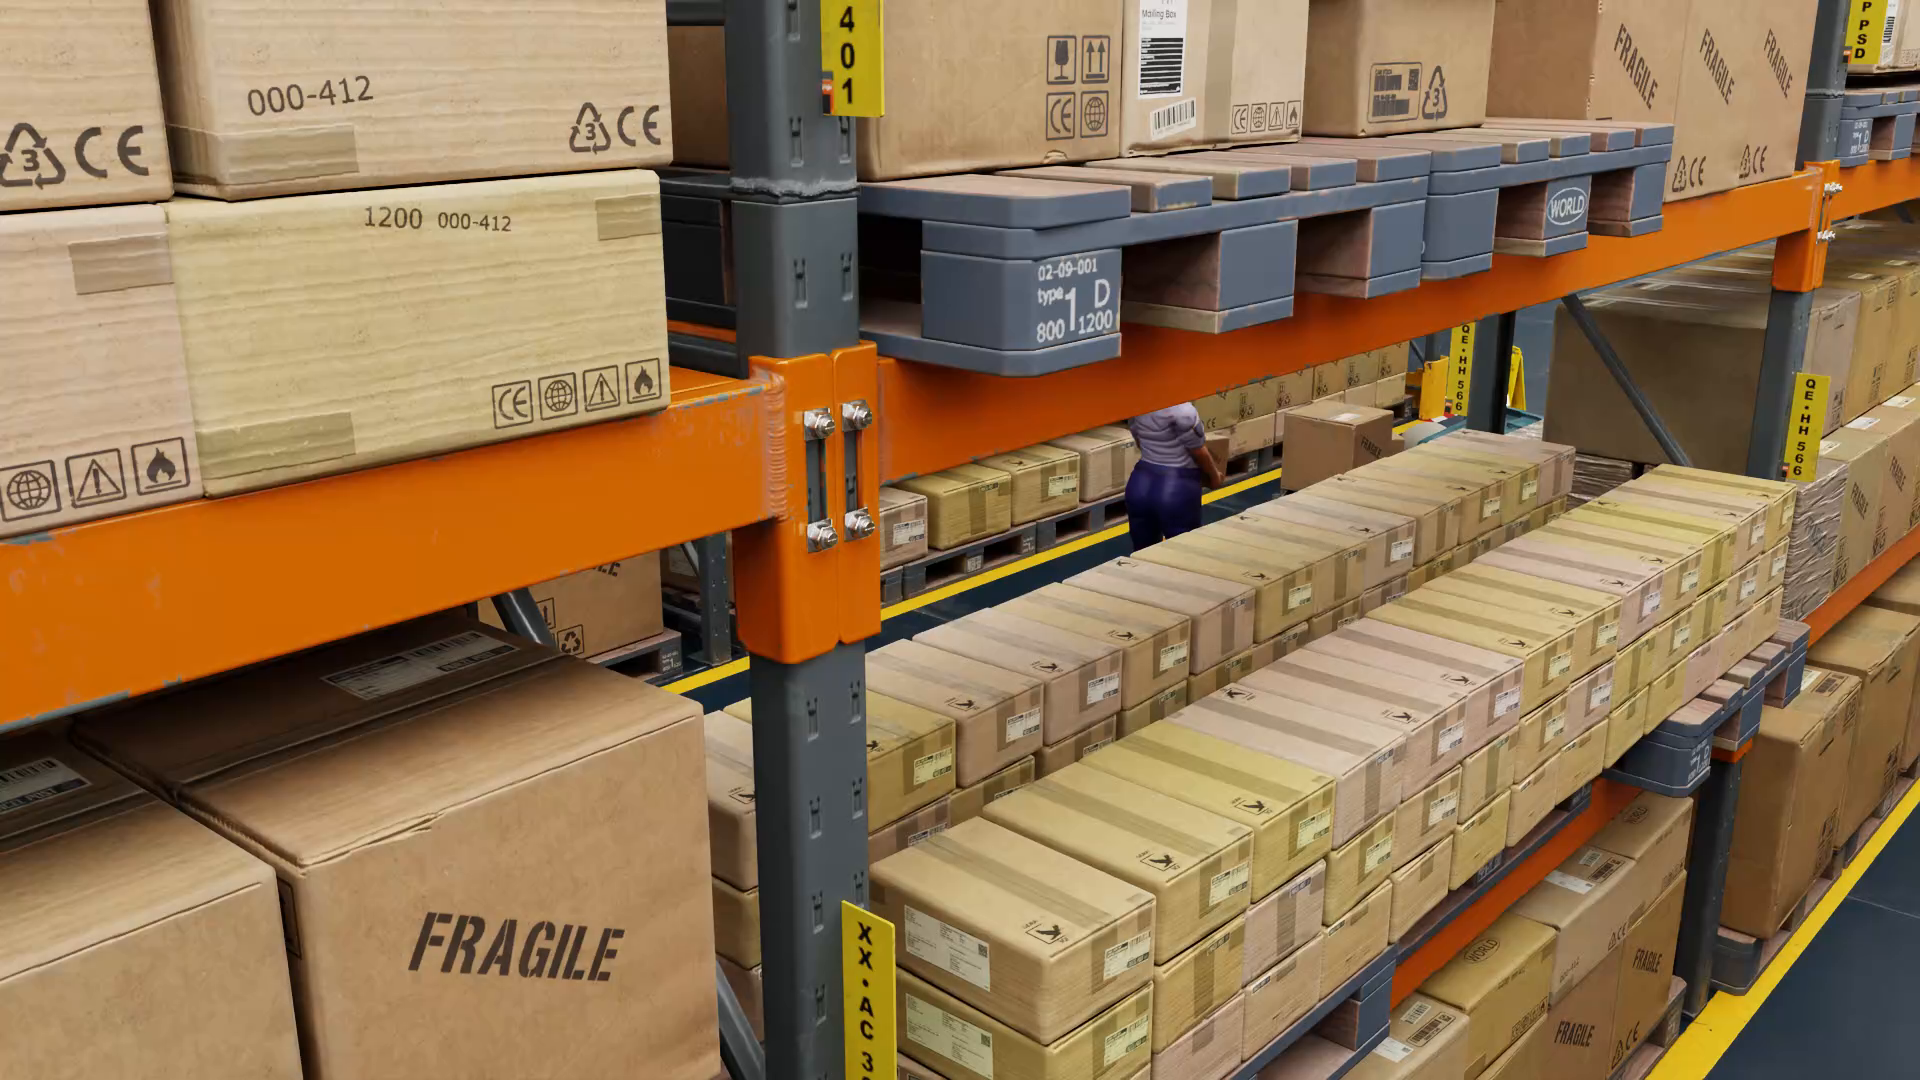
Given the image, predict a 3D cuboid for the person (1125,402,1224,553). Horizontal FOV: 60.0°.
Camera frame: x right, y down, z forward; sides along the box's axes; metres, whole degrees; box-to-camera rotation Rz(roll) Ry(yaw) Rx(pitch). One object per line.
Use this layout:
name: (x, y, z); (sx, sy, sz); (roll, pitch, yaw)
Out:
person: (1.136, -0.236, 8.859); (0.453, 1.636, 0.524); (15, 23, 40)
